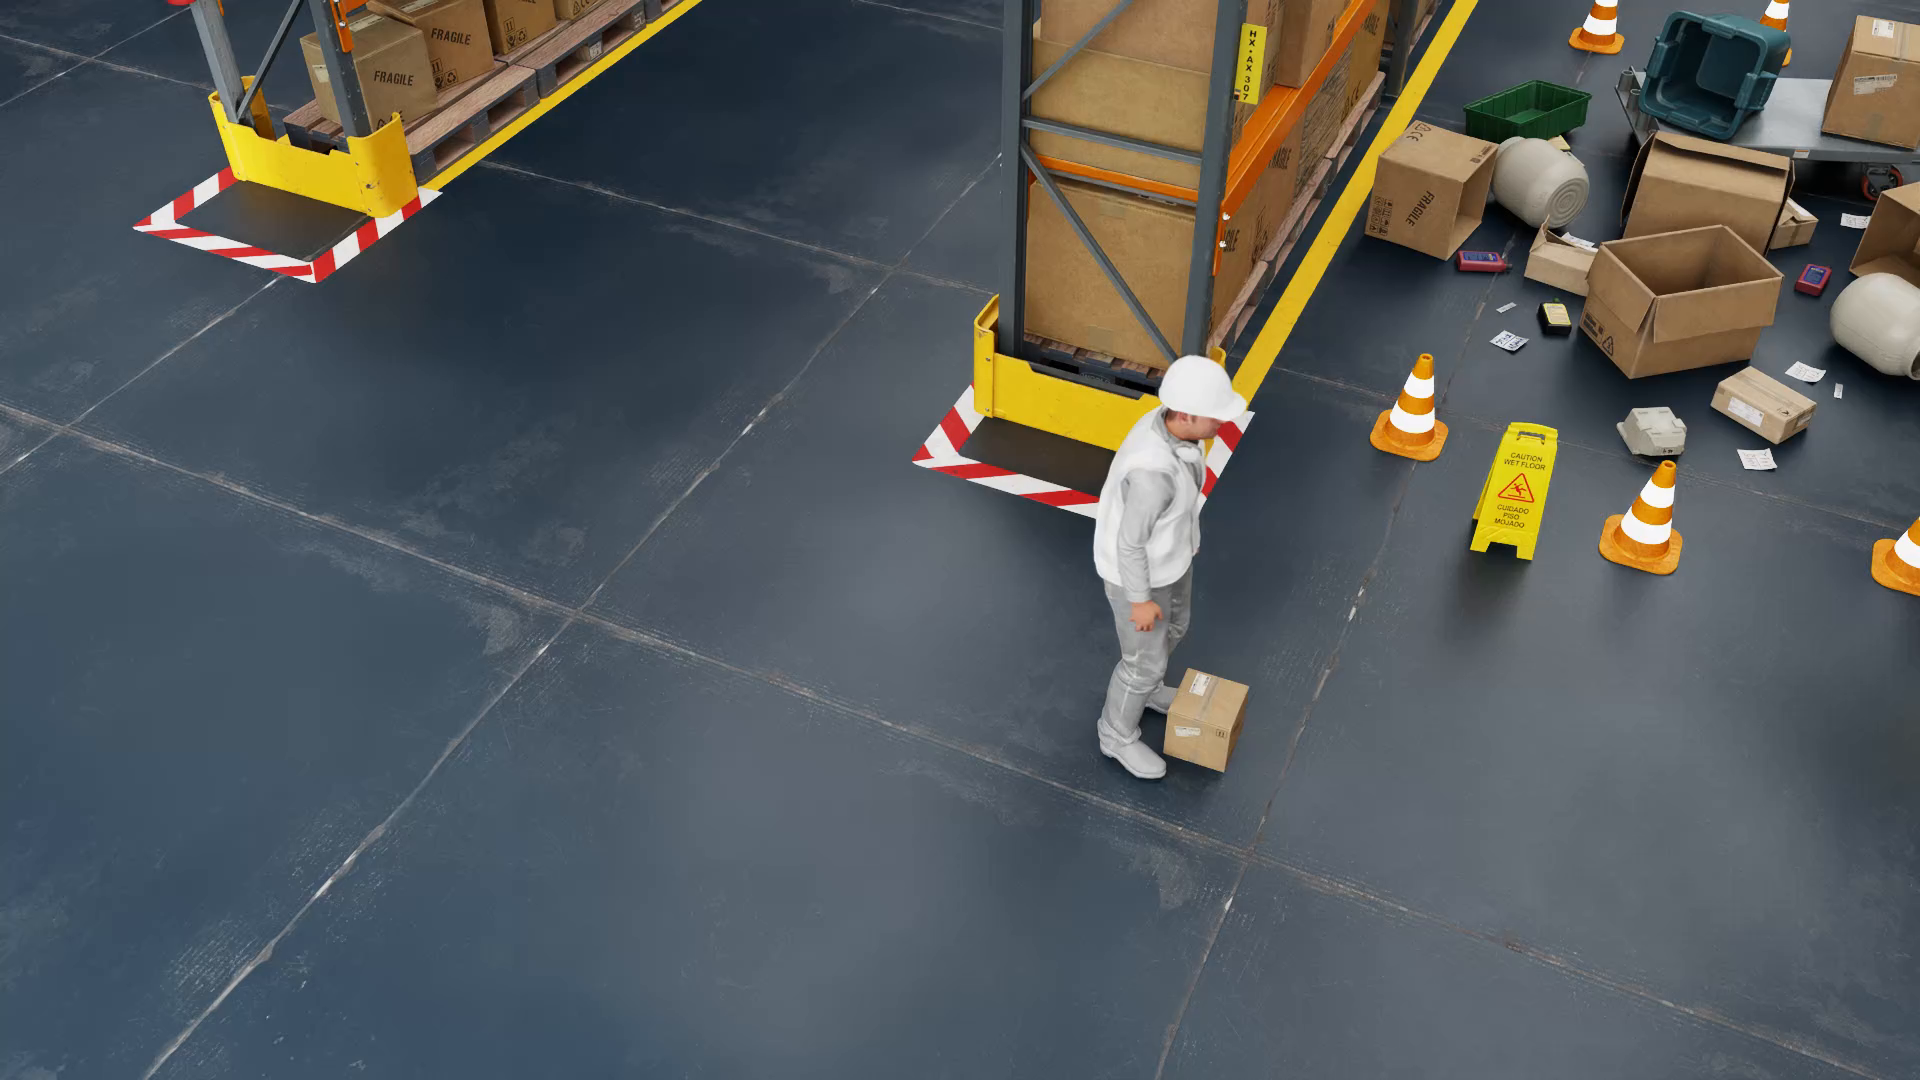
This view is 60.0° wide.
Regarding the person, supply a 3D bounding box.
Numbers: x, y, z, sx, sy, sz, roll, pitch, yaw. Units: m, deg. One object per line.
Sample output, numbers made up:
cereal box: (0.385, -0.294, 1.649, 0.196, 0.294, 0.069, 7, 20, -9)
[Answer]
person: (0.726, 0.069, 6.062, 0.465, 1.771, 0.581, 17, 44, 18)
